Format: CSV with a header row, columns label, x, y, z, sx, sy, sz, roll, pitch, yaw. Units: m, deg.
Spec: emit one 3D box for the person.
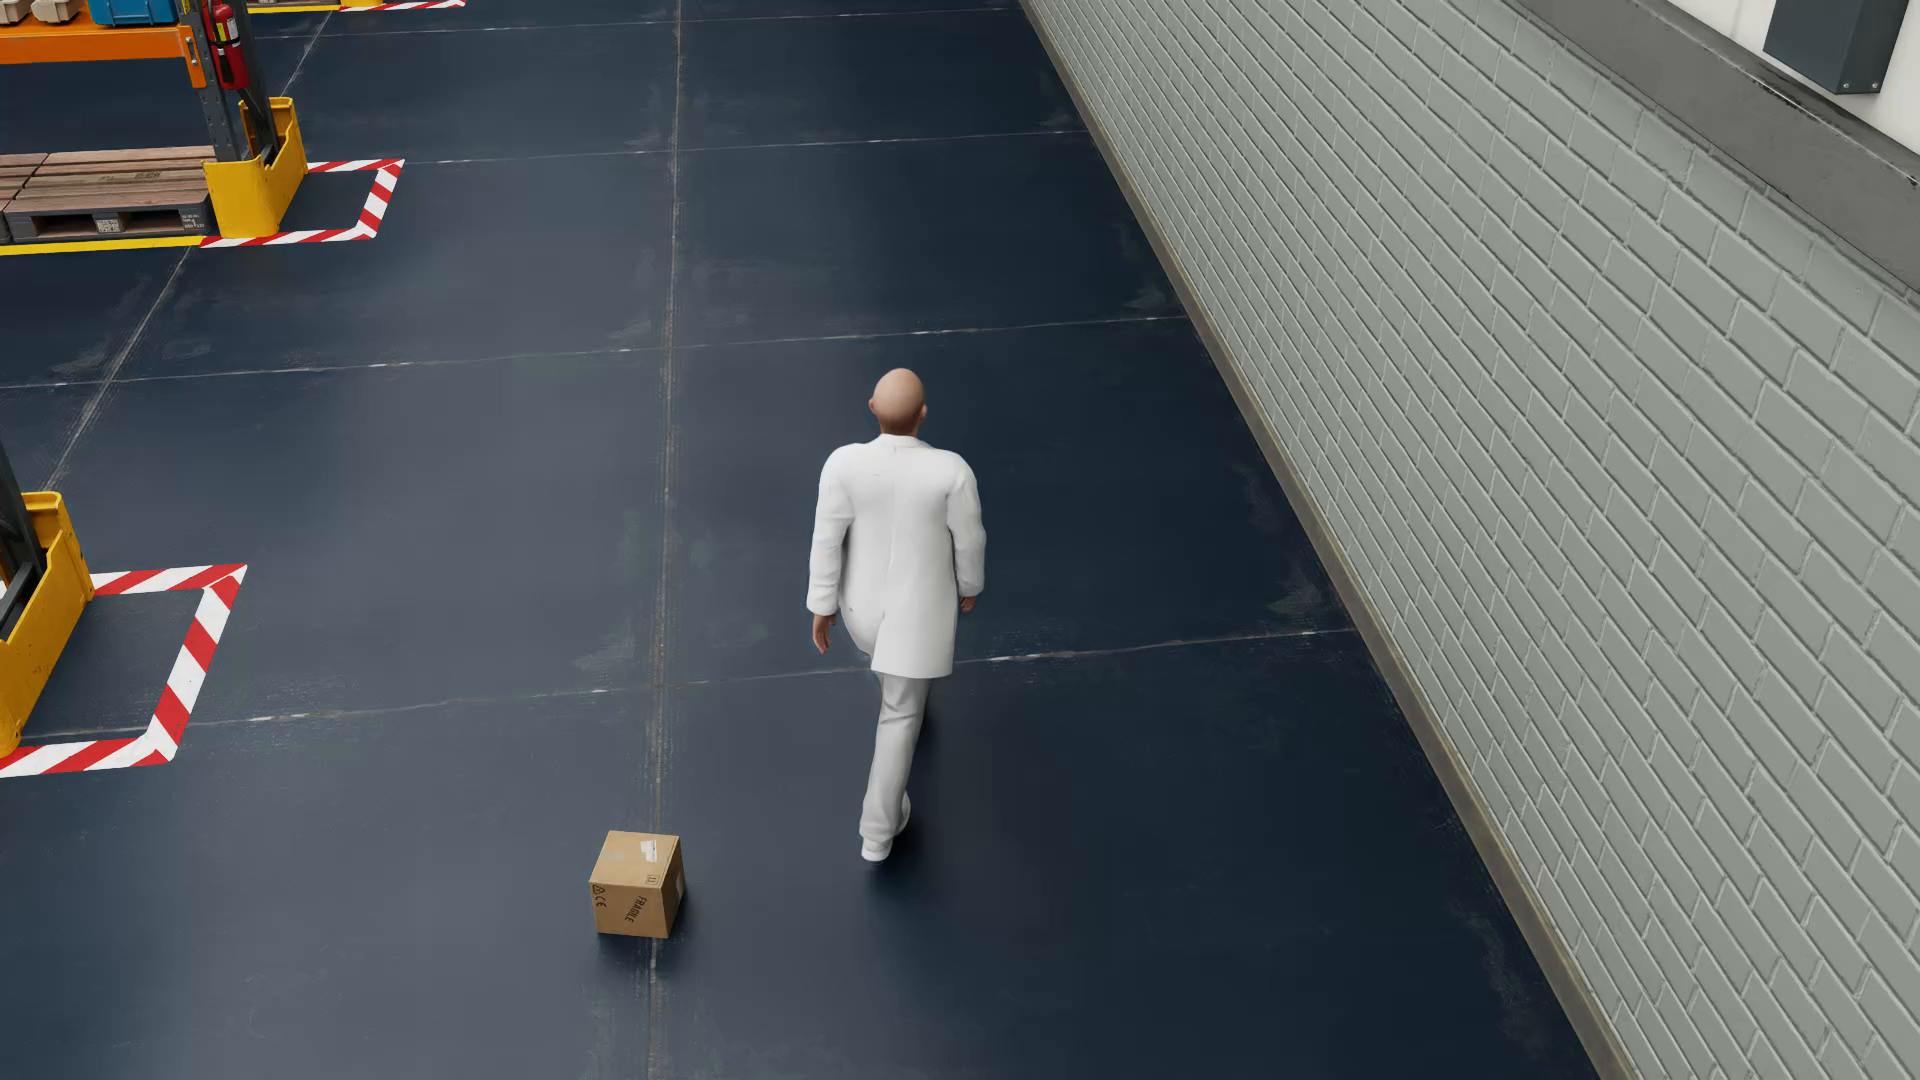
label,x,y,z,sx,sy,sz,roll,pitch,yaw
person,-0.199,0.164,5.913,0.597,1.711,1.151,8,35,12
